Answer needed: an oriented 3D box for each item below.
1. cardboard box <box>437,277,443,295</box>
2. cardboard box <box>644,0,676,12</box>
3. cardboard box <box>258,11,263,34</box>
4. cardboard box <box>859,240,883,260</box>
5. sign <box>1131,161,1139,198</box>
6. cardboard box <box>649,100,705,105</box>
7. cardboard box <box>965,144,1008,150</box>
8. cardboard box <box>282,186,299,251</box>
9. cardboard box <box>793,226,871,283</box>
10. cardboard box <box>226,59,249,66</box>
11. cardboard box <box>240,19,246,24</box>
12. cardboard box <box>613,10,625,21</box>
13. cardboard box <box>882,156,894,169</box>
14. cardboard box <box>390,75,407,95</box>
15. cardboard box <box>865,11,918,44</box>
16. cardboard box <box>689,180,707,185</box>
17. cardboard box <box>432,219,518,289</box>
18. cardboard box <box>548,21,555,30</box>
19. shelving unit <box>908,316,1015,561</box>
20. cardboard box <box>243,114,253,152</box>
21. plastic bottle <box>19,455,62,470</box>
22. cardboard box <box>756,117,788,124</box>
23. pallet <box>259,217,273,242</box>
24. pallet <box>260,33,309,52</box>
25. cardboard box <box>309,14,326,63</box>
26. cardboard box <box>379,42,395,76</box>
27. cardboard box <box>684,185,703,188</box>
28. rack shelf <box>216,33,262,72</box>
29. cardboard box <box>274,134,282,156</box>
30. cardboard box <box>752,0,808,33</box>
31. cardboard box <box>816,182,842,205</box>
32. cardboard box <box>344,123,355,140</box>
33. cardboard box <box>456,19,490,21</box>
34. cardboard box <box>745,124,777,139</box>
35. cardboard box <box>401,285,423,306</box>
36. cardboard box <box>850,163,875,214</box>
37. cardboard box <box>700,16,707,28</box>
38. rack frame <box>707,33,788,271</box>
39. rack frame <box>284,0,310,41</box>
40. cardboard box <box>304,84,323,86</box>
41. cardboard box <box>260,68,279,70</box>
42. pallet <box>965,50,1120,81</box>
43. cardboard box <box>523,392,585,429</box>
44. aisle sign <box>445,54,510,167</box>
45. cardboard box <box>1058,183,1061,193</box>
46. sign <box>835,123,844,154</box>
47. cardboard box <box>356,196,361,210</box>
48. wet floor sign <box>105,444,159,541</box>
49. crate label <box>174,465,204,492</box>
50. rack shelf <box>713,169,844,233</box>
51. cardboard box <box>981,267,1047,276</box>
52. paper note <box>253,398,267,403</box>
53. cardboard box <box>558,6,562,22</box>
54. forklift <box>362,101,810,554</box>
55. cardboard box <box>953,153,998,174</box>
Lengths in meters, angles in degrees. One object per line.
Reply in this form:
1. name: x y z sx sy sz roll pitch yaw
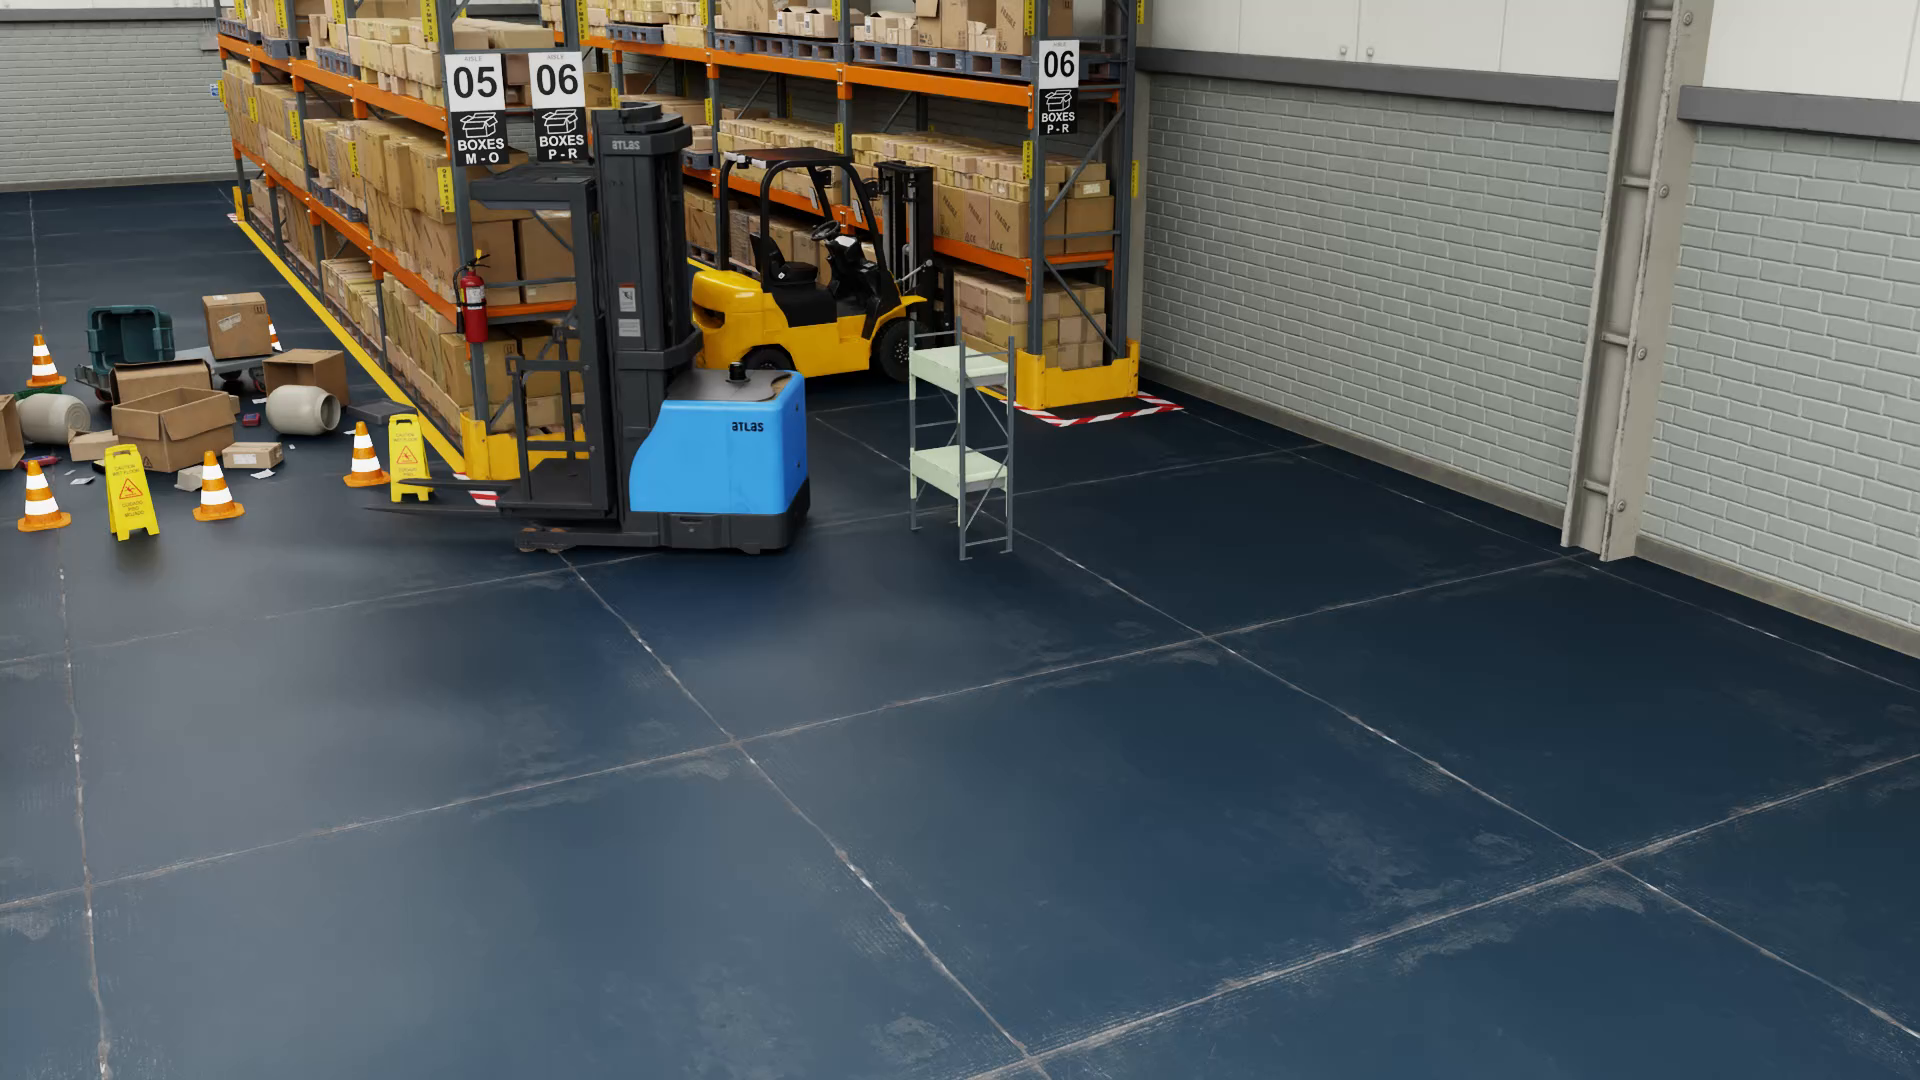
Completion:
1. cardboard box: -3.975 -2.052 13.366 0.380 0.149 0.250 -10 22 -28
2. cardboard box: -4.081 -7.278 22.658 0.380 0.149 0.250 -10 21 -26
3. cardboard box: -8.427 -6.383 20.496 0.396 0.266 0.258 -8 21 -22
4. cardboard box: -0.868 -3.066 17.958 0.500 0.250 0.500 -10 22 -27
5. sign: 1.570 -3.265 15.047 0.100 0.325 0.005 -10 21 -27
6. cardboard box: -3.969 -5.877 23.269 0.700 0.500 0.500 -10 21 -27
7. cardboard box: 0.269 -3.882 16.679 0.380 0.149 0.250 -9 21 -25
8. cardboard box: -8.622 -4.438 22.507 0.875 0.875 0.875 -9 21 -25
9. cardboard box: -1.440 -3.331 19.681 0.875 0.625 0.625 -10 22 -27
10. cardboard box: -10.961 -7.239 25.332 0.380 0.149 0.250 -9 21 -26
11. cardboard box: -9.572 -7.143 22.544 0.396 0.266 0.258 -9 21 -25
12. cardboard box: -4.736 -7.497 23.749 0.380 0.149 0.250 -10 21 -26
13. cardboard box: -0.577 -3.877 17.122 0.380 0.149 0.250 -9 21 -25
14. cardboard box: -4.472 -3.757 13.706 0.380 0.149 0.250 -10 22 -27
15. cardboard box: -0.641 -5.228 16.924 0.500 0.311 0.500 -9 21 -26
16. cardboard box: -3.711 -5.142 24.127 0.380 0.149 0.250 -9 21 -25
17. cardboard box: -3.788 -2.265 12.989 0.500 0.500 0.500 -10 22 -28
18. cardboard box: -6.573 -8.499 27.450 0.380 0.149 0.250 -9 21 -26
19. shelving unit: 0.003 -0.707 11.381 0.431 1.500 0.755 -10 21 -27
20. cardboard box: -9.933 -5.839 23.801 0.500 0.500 0.500 -10 22 -27
21. plastic bottle: -7.389 -0.631 13.368 0.133 0.061 0.283 16 25 39
22. cardboard box: -2.388 -5.323 21.310 0.380 0.149 0.250 -9 21 -25
23. pallet: -9.862 -4.672 24.848 1.003 0.211 1.213 -10 21 -27
24. pallet: -7.973 -6.087 20.363 1.003 0.211 1.213 -9 21 -24
25. cardboard box: -6.646 -5.453 18.082 0.700 0.500 0.500 -10 21 -27
26. cardboard box: -4.499 -3.995 13.785 0.500 0.250 0.500 -10 21 -26
27. cardboard box: -3.855 -4.920 23.486 0.380 0.149 0.250 -10 21 -26
28. rack shelf: -9.936 -7.061 24.001 1.077 0.370 4.000 -10 21 -27
29. cardboard box: -8.295 -4.965 20.886 0.500 0.250 0.500 -11 22 -28
30. cardboard box: -2.108 -6.204 19.463 0.500 0.500 0.500 -9 21 -25
31. cardboard box: -1.291 -3.916 18.611 0.500 0.250 0.500 -9 21 -25
32. cardboard box: -5.944 -4.099 16.664 0.380 0.149 0.250 -11 22 -28
33. cardboard box: -4.371 -4.526 14.714 0.380 0.149 0.250 -9 21 -25
34. cardboard box: -2.421 -5.028 20.457 0.380 0.149 0.250 -10 21 -26
35. cardboard box: -4.763 -2.192 14.813 0.380 0.149 0.250 -9 21 -24
36. cardboard box: -0.840 -3.762 17.782 0.500 0.500 0.500 -11 22 -28
37. cardboard box: -3.101 -6.631 21.269 0.380 0.149 0.250 -9 21 -26
38. rack frame: -2.721 -5.031 21.612 1.000 3.000 0.127 -10 21 -27
39. rack frame: -7.087 -7.097 18.402 1.000 3.000 0.127 -10 21 -27
40. cardboard box: -8.553 -5.840 22.270 0.500 0.500 0.500 -9 21 -25
41. cardboard box: -9.552 -6.440 23.017 0.380 0.149 0.250 -10 21 -27
42. pallet: 0.765 -4.317 15.082 1.003 0.211 1.213 -10 21 -27
43. cardboard box: -3.428 -1.137 13.901 0.500 0.250 0.500 -10 21 -27
44. aisle sign: -3.514 -3.131 12.120 0.394 0.787 0.004 -10 21 -27
45. cardboard box: 0.972 -3.287 15.410 0.380 0.149 0.250 -10 21 -27
46. sign: -1.294 -4.306 17.857 0.100 0.325 0.005 -10 21 -27
47. cardboard box: -5.785 -3.376 16.557 0.380 0.149 0.250 -11 22 -28
48. wet floor sign: -5.840 -0.354 11.668 0.267 0.644 0.232 -14 24 -36
49. crate label: -5.871 -0.481 12.816 0.298 0.136 0.250 11 22 30
50. rack shelf: -1.771 -4.117 20.066 1.077 0.370 4.000 -10 21 -27
51. cardboard box: 0.548 -2.561 16.493 0.500 0.250 0.500 -10 21 -27
52. paper note: -6.437 -1.293 15.331 0.148 0.019 0.142 -10 21 -27
53. cardboard box: -6.058 -8.354 26.418 0.500 0.250 0.500 -11 22 -28
54. forklift: -2.636 -1.466 11.386 3.031 2.935 1.130 2 19 5
55. cardboard box: 0.156 -3.576 15.794 0.380 0.149 0.250 -9 21 -25
